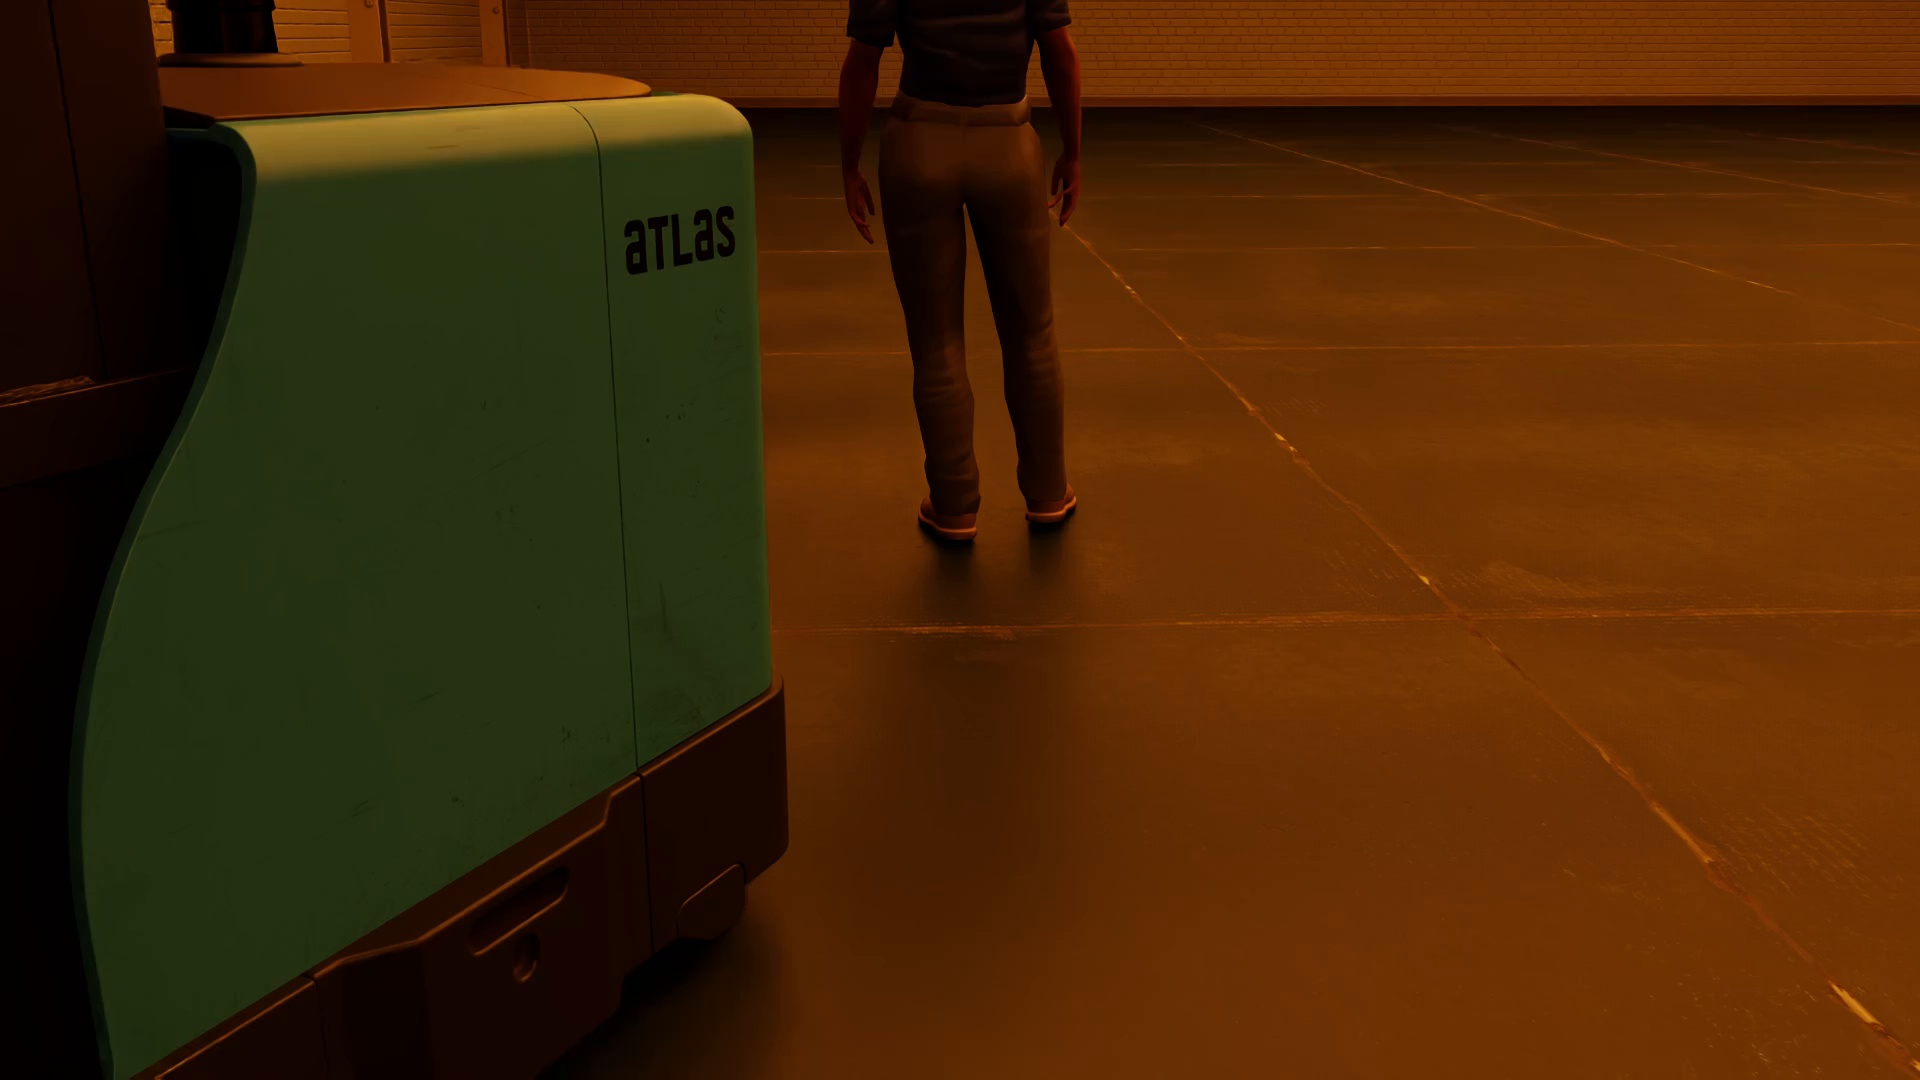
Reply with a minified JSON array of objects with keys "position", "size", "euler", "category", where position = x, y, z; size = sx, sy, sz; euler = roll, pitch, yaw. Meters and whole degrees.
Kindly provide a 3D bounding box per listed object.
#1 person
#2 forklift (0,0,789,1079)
[{"position":[0.015,-0.826,3.762],"size":[0.569,1.656,0.496],"euler":[-1,17,-3],"category":"person"},{"position":[-1.359,-0.602,0.875],"size":[1.130,2.935,3.031],"euler":[9,19,26],"category":"forklift"}]
